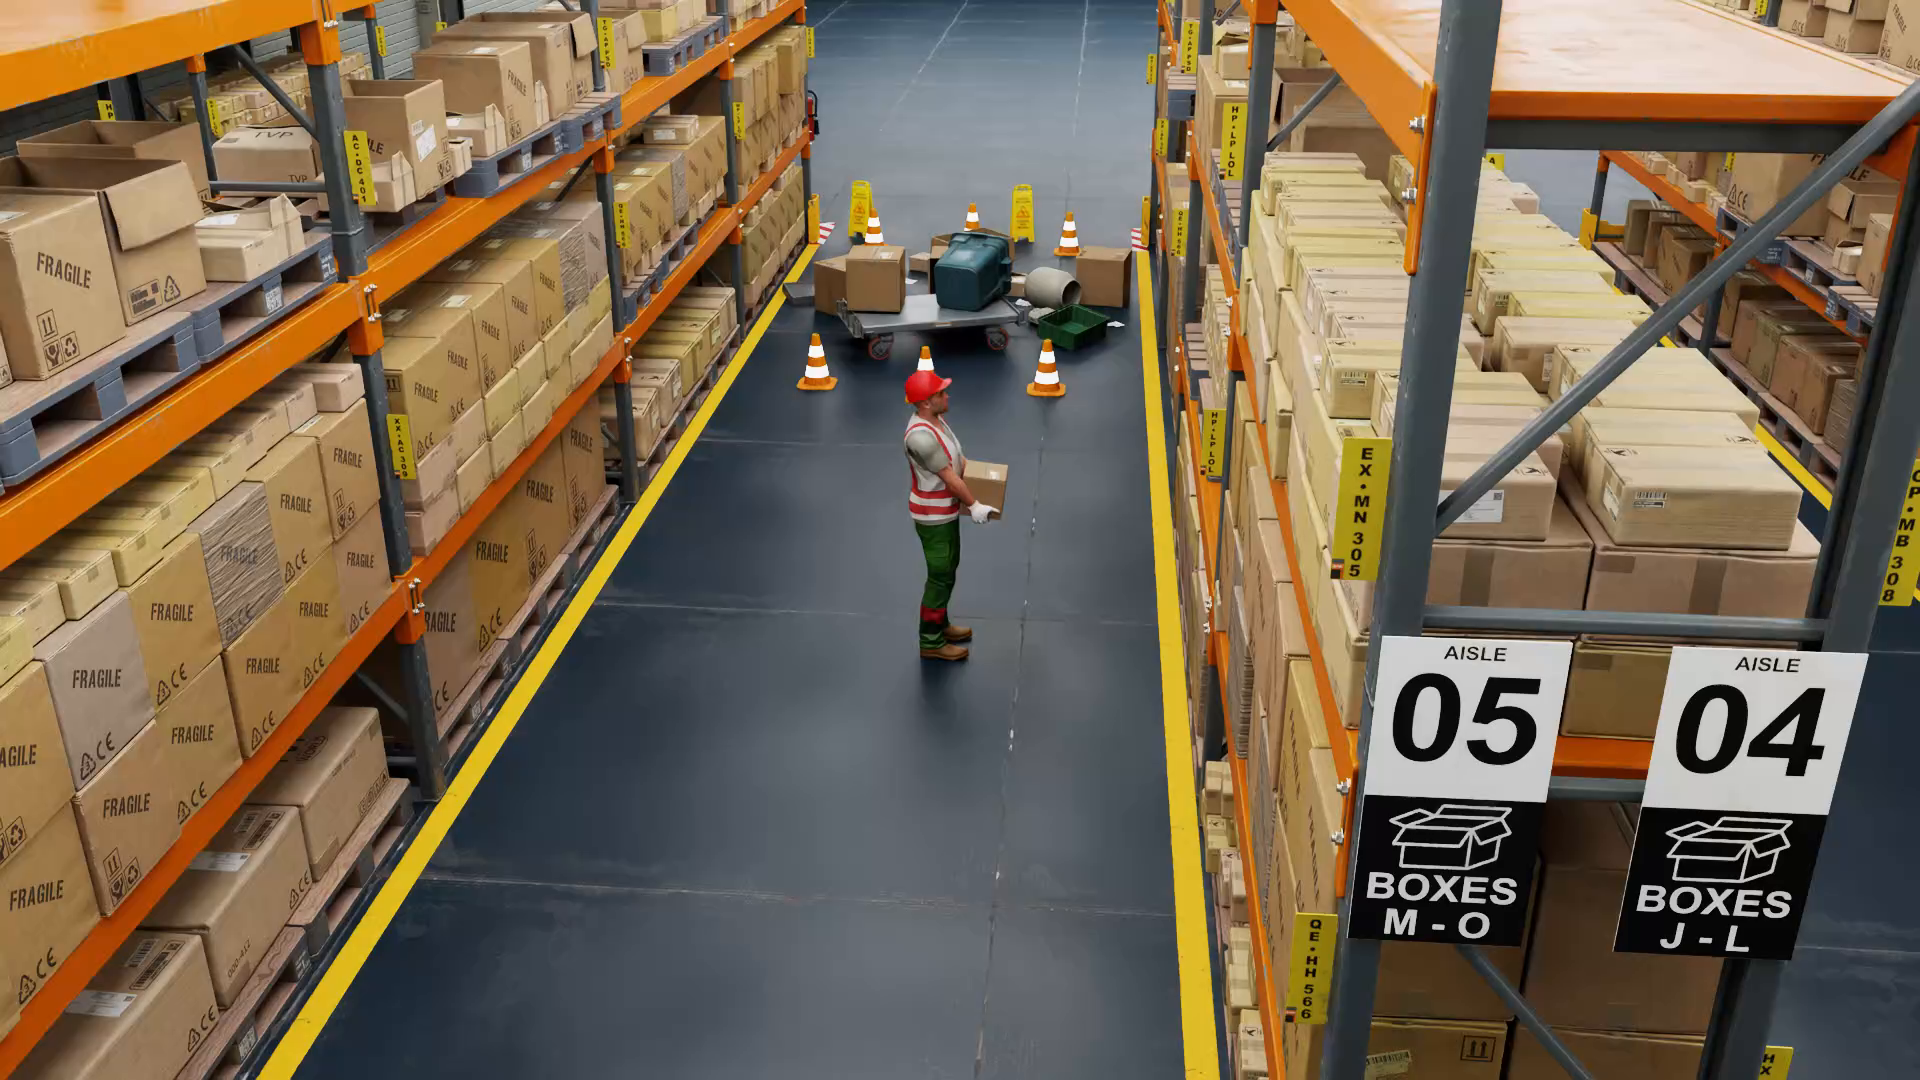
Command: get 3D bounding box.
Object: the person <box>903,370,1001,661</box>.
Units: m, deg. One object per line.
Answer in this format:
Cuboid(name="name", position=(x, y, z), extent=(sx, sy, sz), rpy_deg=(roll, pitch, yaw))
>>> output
Cuboid(name="person", position=(-0.035, -0.154, 9.924), extent=(0.574, 1.782, 0.493), rpy_deg=(2, 24, 4))
